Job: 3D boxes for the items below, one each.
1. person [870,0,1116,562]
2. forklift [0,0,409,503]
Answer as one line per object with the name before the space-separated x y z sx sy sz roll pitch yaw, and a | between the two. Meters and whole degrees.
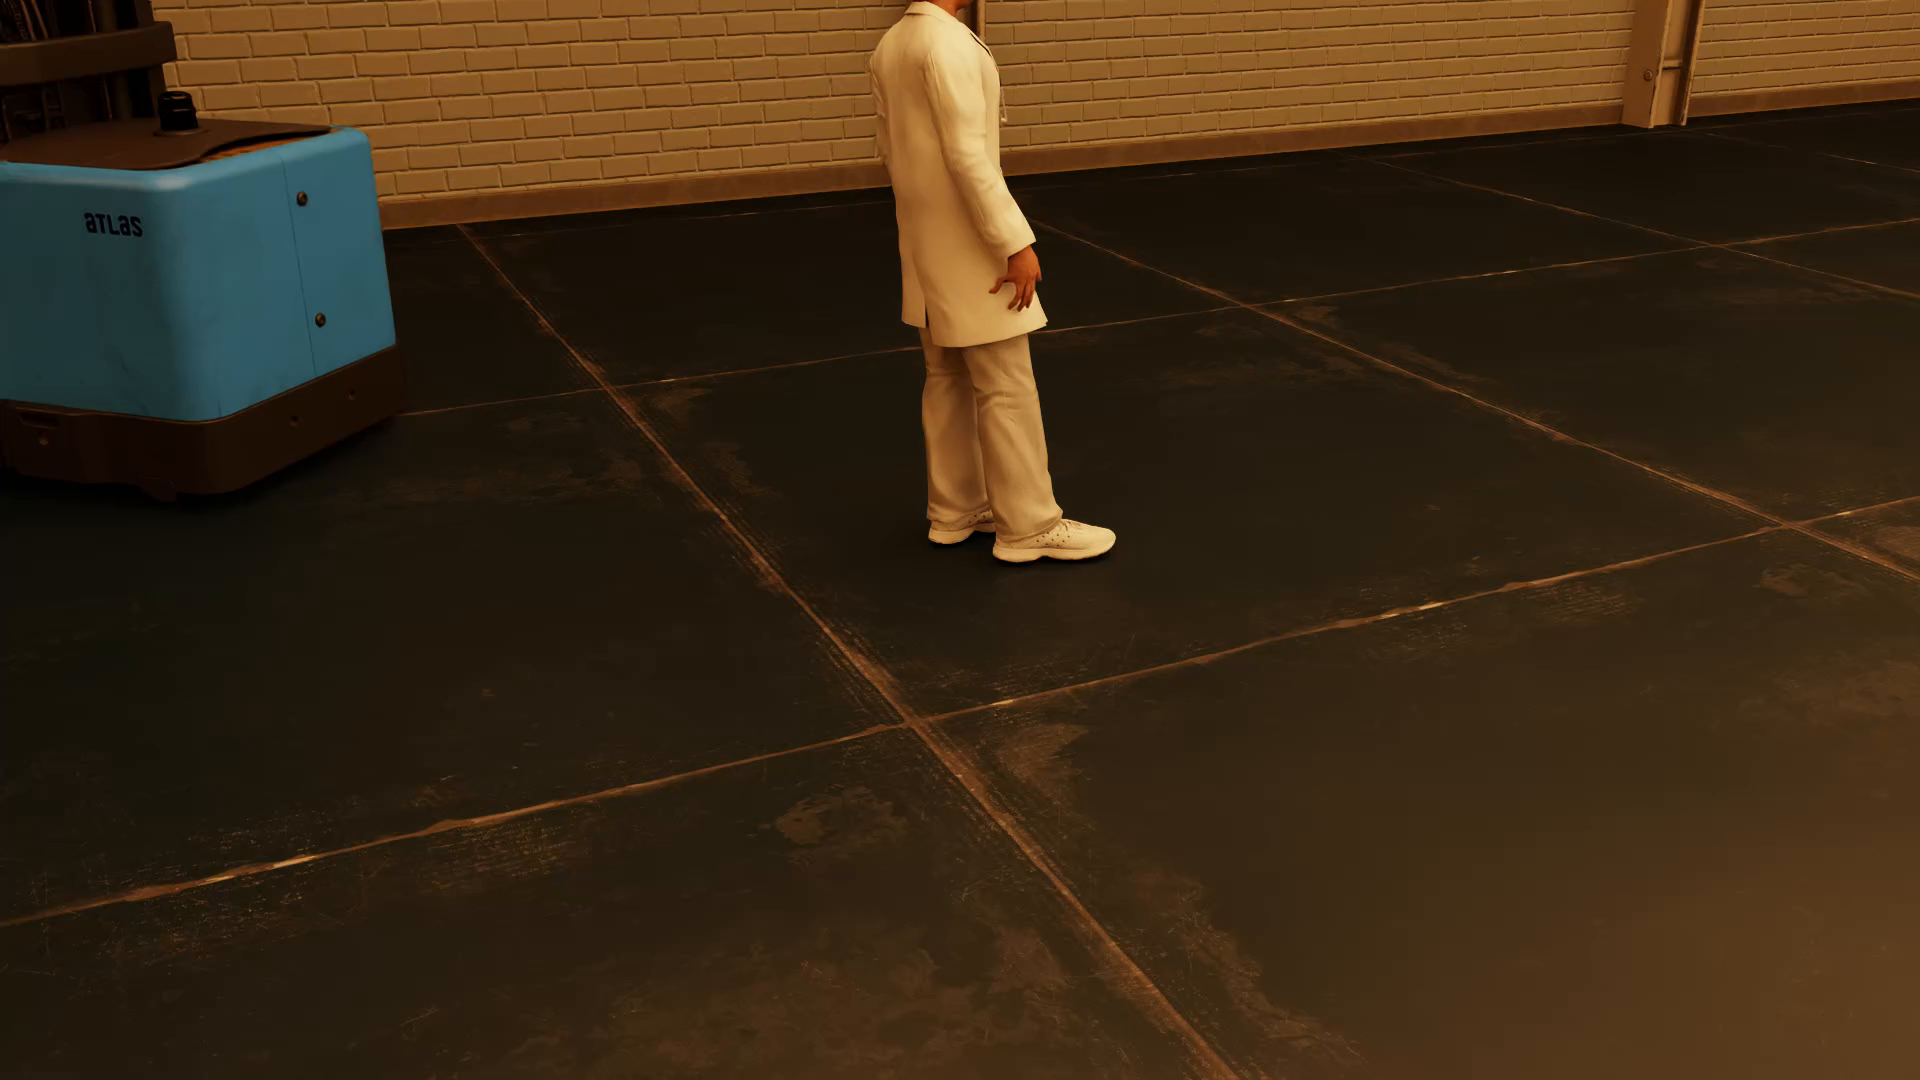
person | 0.085 -0.842 4.795 0.578 1.778 0.698 -10 25 -23
forklift | -3.595 -1.792 5.600 3.031 2.935 1.130 7 24 17
